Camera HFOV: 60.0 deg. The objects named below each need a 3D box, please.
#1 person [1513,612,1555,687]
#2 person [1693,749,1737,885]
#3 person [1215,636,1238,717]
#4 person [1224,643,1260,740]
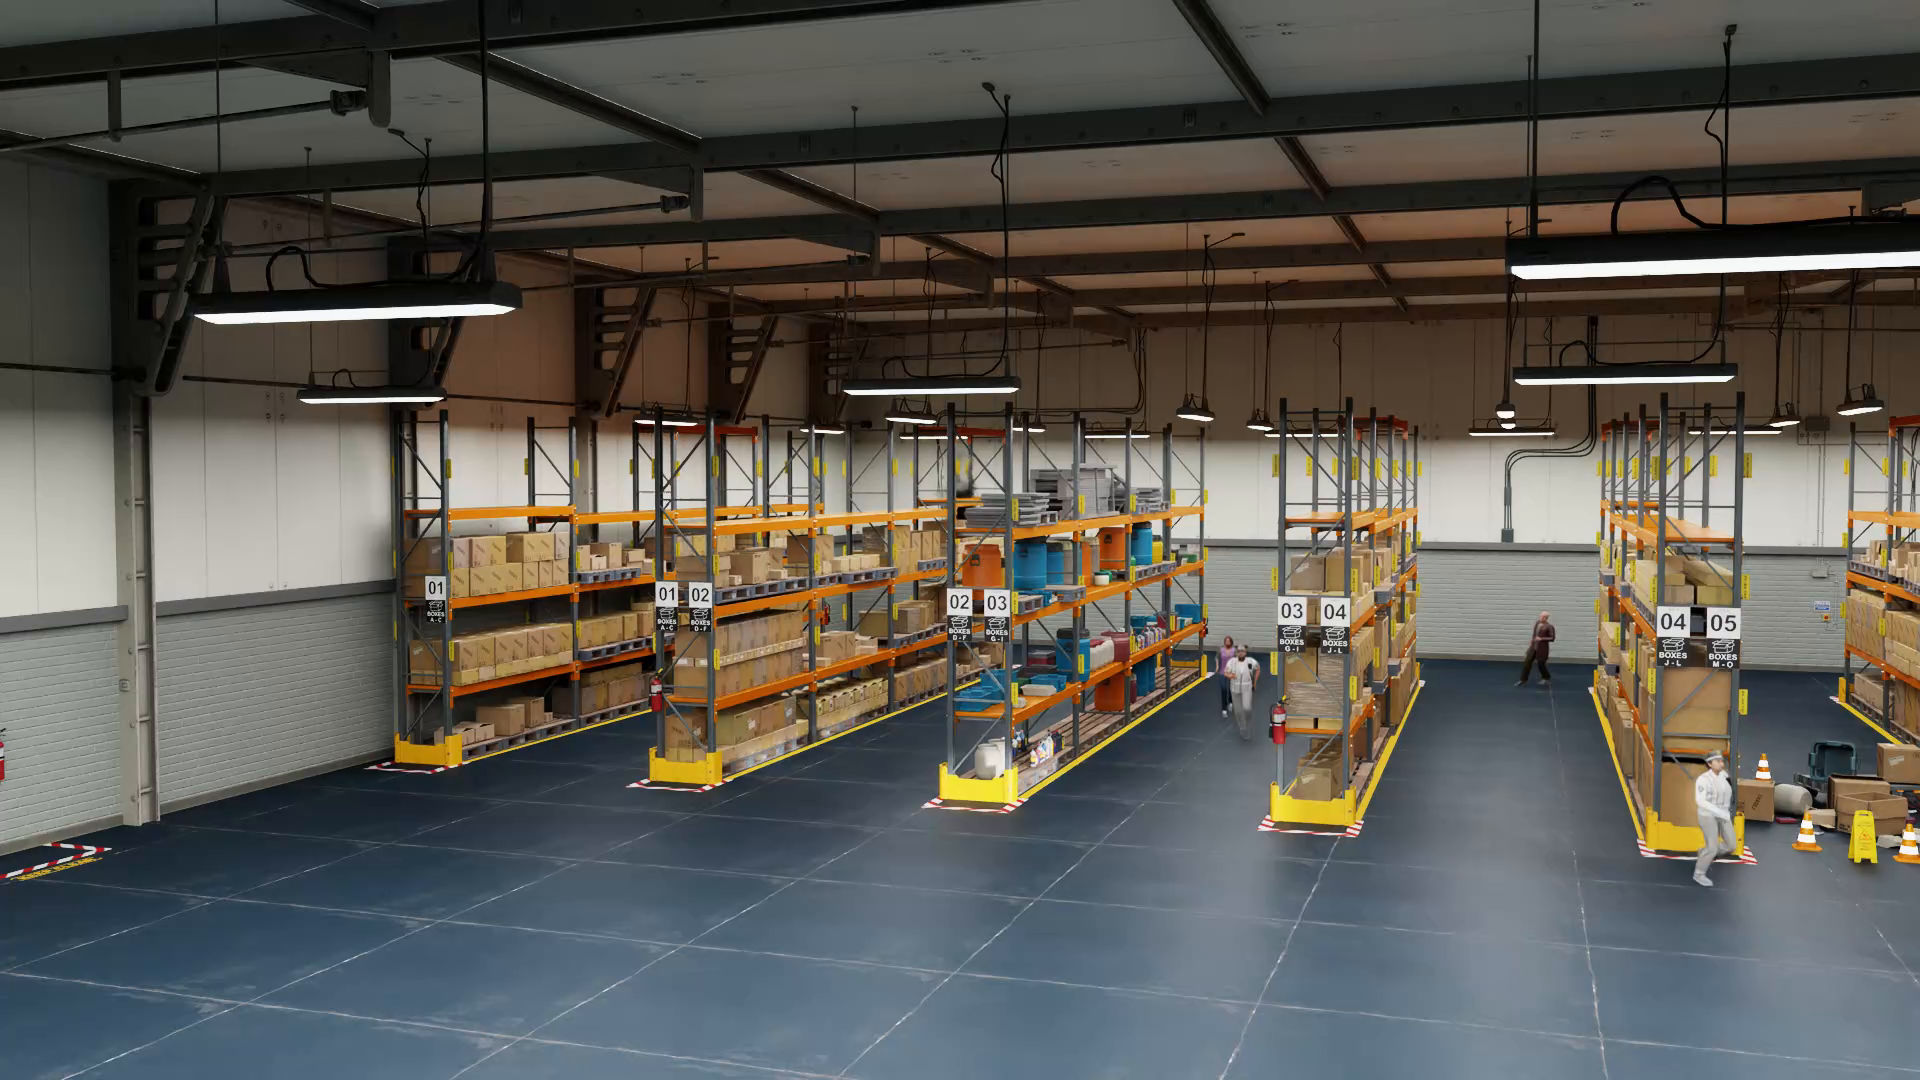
[{"bbox_3d":[13.250,2.492,37.916,0.991,1.739,0.796,-1,3,-31],"label":"person"},{"bbox_3d":[9.087,3.324,19.938,0.641,1.658,0.583,-1,3,-21],"label":"person"},{"bbox_3d":[5.422,2.737,33.664,0.531,1.594,0.883,0,2,11],"label":"person"},{"bbox_3d":[5.222,2.813,30.852,0.641,1.812,0.790,1,3,17],"label":"person"}]
